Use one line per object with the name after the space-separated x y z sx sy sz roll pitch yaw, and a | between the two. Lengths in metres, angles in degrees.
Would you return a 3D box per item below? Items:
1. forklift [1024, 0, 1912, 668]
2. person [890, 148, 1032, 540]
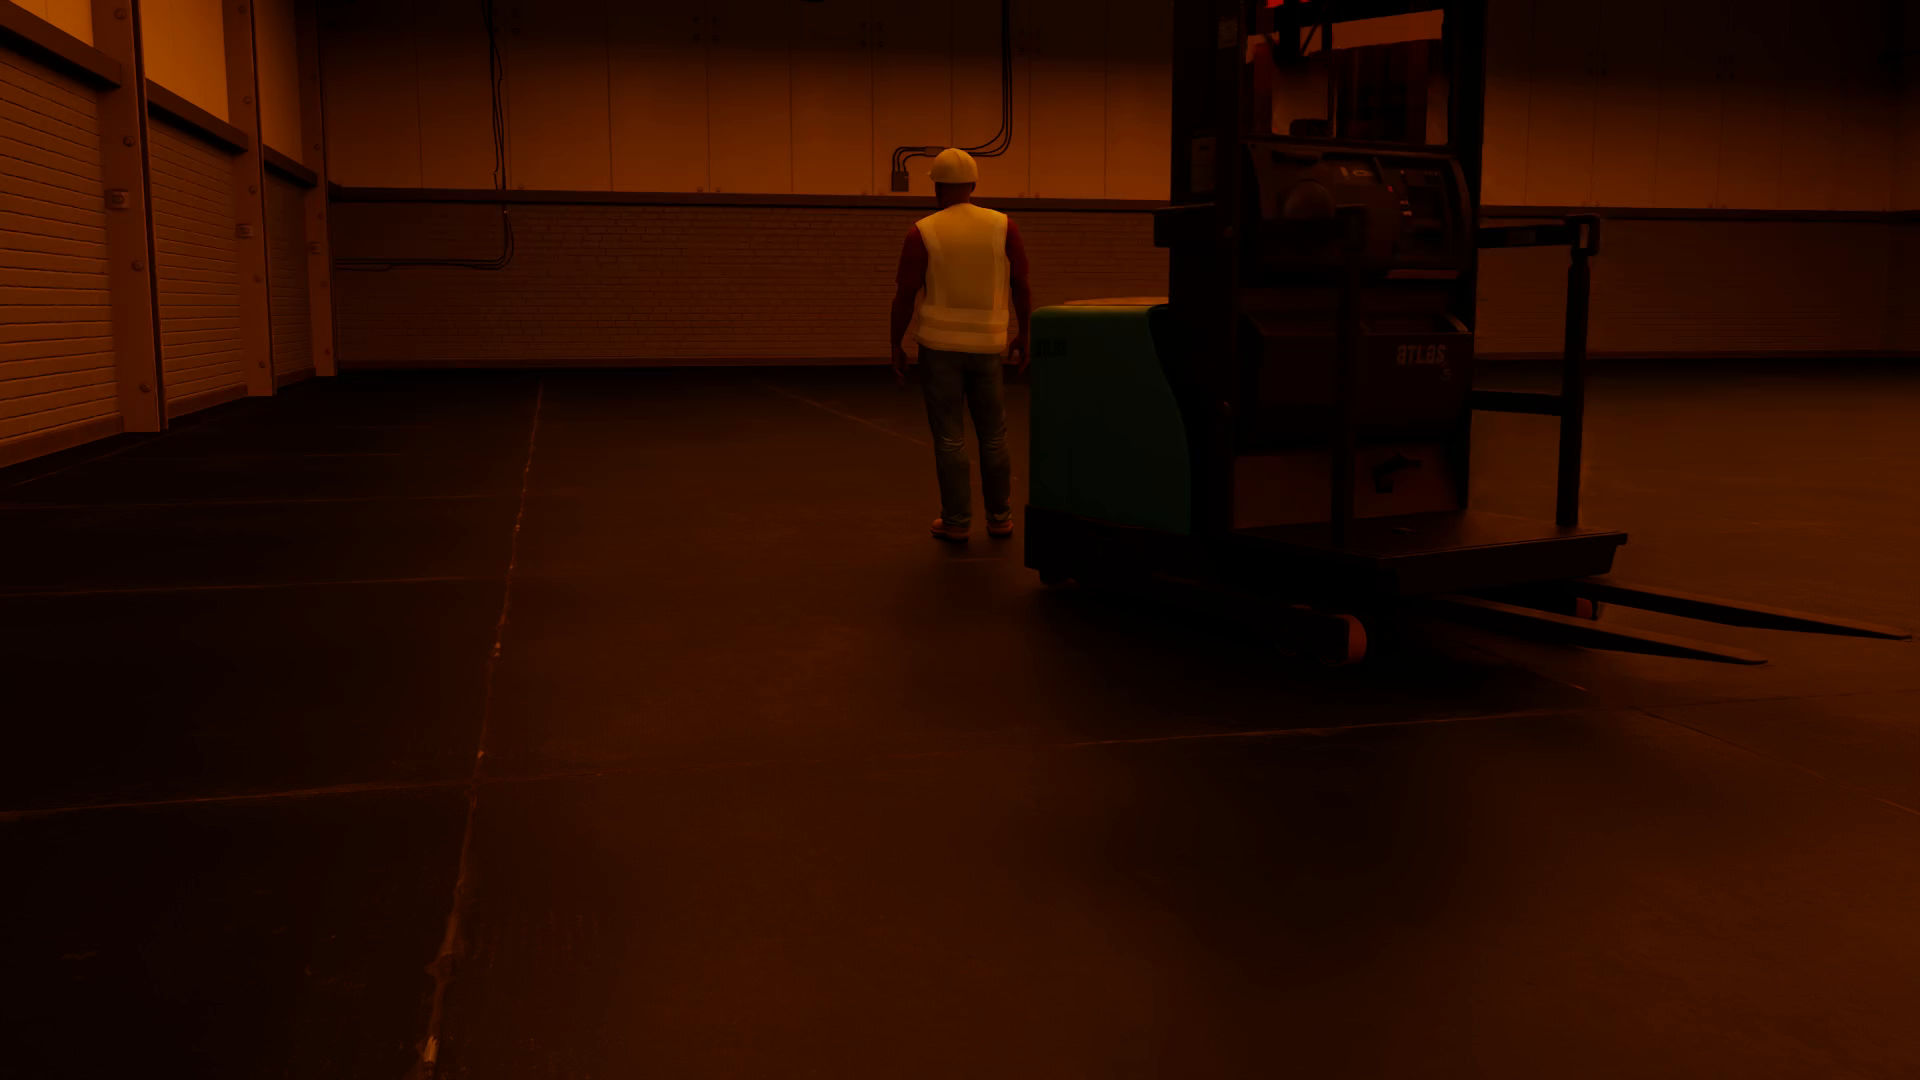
1.429 -1.140 5.283 1.130 2.935 3.031 -5 9 -30 | forklift
-0.010 -0.891 7.652 0.665 1.765 0.577 -2 8 -13 | person
